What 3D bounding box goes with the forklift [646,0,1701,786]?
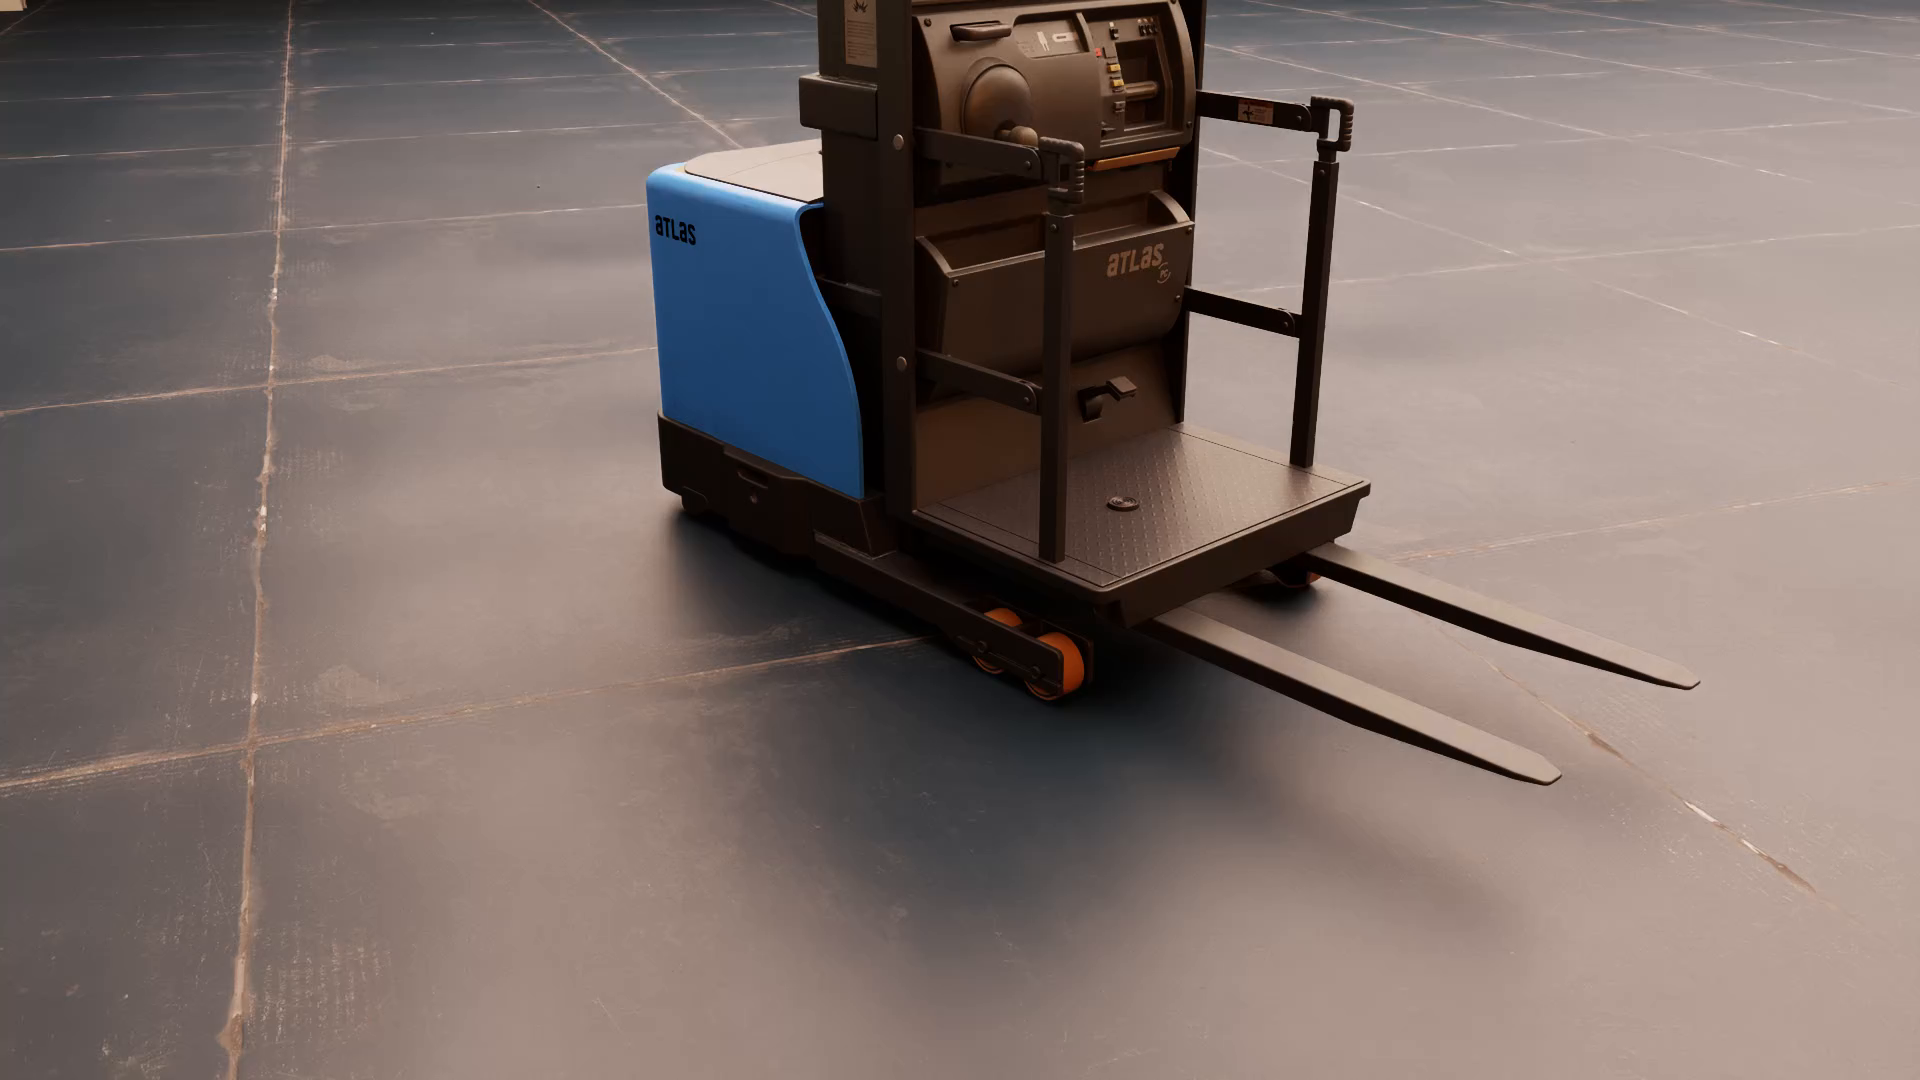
[{"bbox_3d":[0.409,-1.176,4.096,1.130,2.935,3.031,-19,30,-38],"label":"forklift"}]
